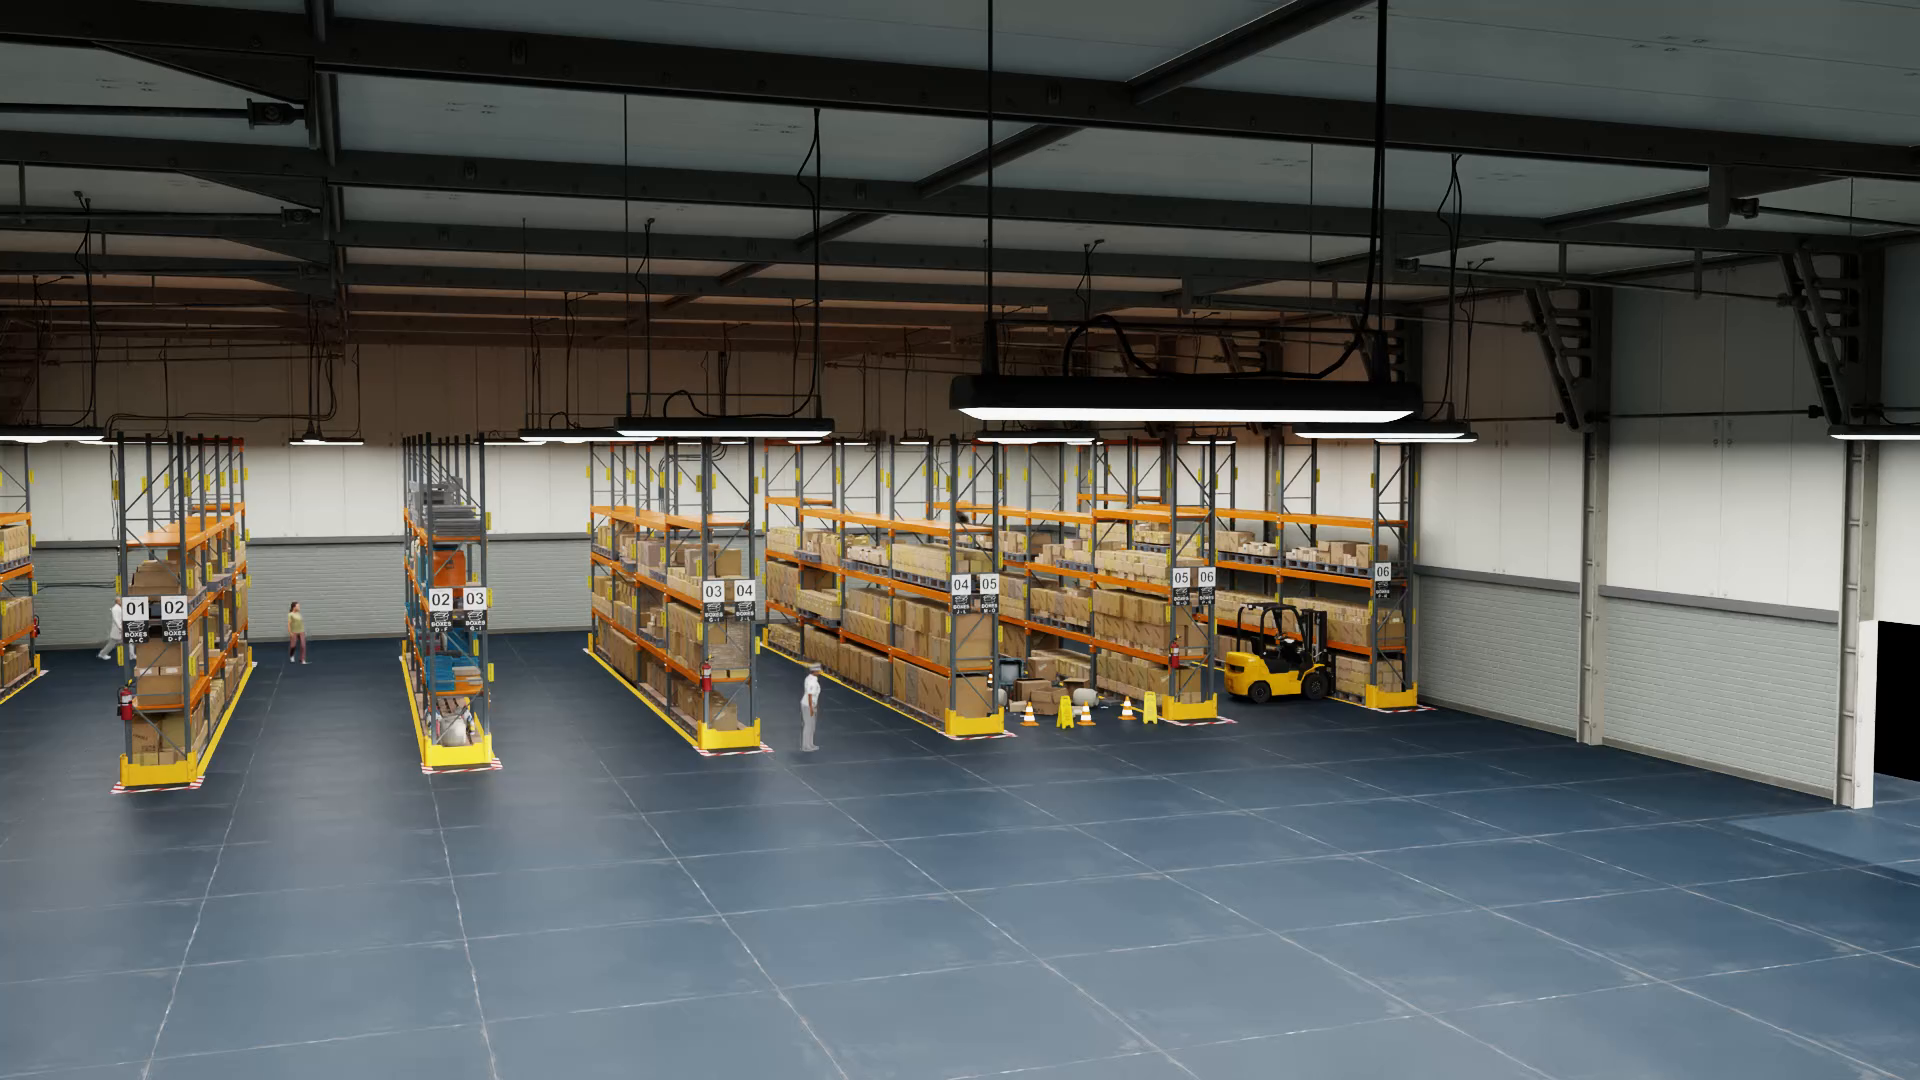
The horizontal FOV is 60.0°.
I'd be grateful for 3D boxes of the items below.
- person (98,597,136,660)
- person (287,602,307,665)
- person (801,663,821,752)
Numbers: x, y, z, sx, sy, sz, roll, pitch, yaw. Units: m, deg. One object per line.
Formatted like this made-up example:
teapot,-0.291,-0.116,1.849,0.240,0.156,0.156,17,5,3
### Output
person,-22.607,2.385,44.673,1.075,1.734,0.573,0,3,0
person,-17.468,2.469,43.791,0.522,1.625,0.525,-2,4,-35
person,-2.810,3.158,31.403,0.401,1.671,0.470,0,3,-2
